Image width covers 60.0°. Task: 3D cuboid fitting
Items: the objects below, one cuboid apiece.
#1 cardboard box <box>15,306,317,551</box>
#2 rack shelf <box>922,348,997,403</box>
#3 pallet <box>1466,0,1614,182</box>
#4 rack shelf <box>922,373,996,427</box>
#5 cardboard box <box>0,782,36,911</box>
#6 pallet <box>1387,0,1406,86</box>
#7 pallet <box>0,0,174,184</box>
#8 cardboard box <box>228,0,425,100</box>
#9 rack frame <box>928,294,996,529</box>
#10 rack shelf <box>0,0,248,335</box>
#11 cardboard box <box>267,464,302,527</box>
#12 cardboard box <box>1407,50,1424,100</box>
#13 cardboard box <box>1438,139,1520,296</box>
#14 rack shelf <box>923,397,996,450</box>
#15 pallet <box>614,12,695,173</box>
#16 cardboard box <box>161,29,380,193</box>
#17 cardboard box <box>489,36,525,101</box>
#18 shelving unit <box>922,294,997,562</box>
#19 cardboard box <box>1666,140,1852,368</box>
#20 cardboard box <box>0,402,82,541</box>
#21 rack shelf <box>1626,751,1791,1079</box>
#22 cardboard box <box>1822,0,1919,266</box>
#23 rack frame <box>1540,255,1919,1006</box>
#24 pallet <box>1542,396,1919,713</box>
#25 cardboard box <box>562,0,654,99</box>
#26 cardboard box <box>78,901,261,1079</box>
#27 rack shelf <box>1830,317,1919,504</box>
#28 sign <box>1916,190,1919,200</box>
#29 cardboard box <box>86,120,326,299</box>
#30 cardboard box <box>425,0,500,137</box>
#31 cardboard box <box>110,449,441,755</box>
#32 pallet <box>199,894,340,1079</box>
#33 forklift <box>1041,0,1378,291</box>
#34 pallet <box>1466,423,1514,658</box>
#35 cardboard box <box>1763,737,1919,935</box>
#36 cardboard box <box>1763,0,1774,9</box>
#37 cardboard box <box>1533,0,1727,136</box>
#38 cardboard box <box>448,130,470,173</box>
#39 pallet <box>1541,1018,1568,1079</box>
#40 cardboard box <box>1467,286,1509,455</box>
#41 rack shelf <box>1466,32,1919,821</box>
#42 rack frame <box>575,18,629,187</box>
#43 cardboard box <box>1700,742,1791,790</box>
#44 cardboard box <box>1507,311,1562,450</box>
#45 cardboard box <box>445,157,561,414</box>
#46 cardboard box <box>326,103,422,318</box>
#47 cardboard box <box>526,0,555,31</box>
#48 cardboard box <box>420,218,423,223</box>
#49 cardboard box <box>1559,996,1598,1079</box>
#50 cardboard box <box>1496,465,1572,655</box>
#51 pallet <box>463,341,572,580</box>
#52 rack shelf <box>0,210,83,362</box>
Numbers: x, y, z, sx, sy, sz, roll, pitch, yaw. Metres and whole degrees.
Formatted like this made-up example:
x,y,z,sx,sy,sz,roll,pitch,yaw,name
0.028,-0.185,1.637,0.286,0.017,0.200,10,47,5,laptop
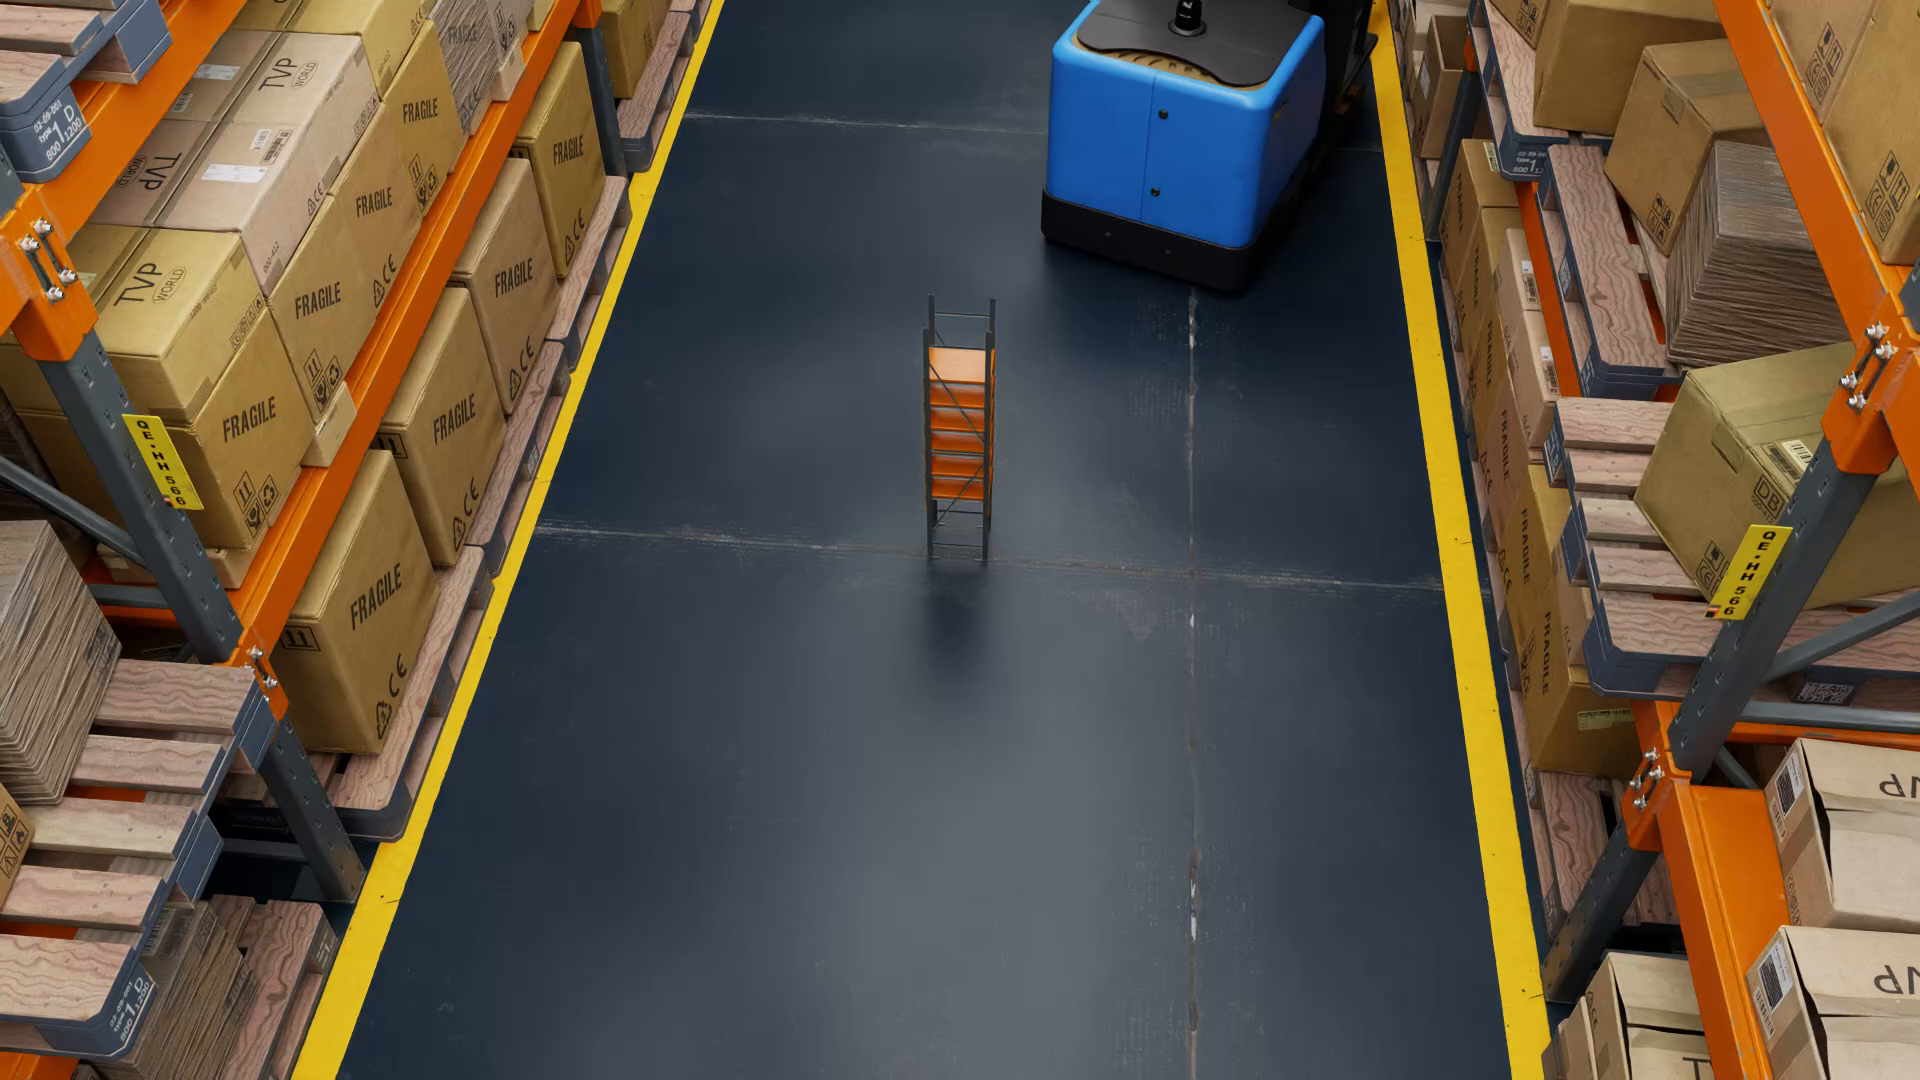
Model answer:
x,y,z,sx,sy,sz,roll,pitch,yaw,name
-2.237,-0.338,4.743,0.500,0.500,0.500,5,48,5,cardboard box
-0.001,-0.607,6.065,0.258,0.103,0.180,4,48,4,rack shelf
2.580,-1.821,6.513,1.003,0.211,1.213,4,48,4,pallet
-0.001,-0.526,6.153,0.258,0.103,0.180,4,48,4,rack shelf
-2.593,0.719,3.694,0.700,0.500,0.500,0,48,0,cardboard box
2.934,-2.928,9.286,1.003,0.211,1.213,4,48,4,pallet
-2.530,-1.282,3.985,1.213,0.211,1.003,6,48,5,pallet
-2.108,-1.706,5.486,0.500,0.250,0.500,3,48,3,cardboard box
0.007,-0.462,6.359,0.240,1.200,0.006,4,48,4,rack frame
-2.354,-2.096,5.089,1.077,0.370,4.000,4,48,4,rack shelf
-2.244,-0.190,5.048,0.380,0.149,0.250,4,48,4,cardboard box
2.506,-2.370,8.518,0.380,0.149,0.250,4,48,4,cardboard box
2.475,-1.432,7.423,0.500,0.500,0.500,2,48,2,cardboard box
-0.001,-0.445,6.242,0.258,0.103,0.180,4,48,4,rack shelf
-2.025,-2.409,8.810,1.003,0.211,1.213,4,48,4,pallet
-2.148,-1.330,5.143,0.500,0.250,0.500,4,48,4,cardboard box
-1.954,-1.878,6.592,0.380,0.149,0.250,4,48,4,cardboard box
-0.001,-0.394,6.298,0.258,1.200,0.189,4,48,4,shelving unit
2.616,-0.832,5.126,0.700,0.500,0.500,12,49,11,cardboard box
-2.756,-0.363,4.766,0.500,0.500,0.500,4,48,4,cardboard box
2.215,2.186,3.206,1.077,0.370,4.000,4,48,4,rack shelf
2.403,-0.896,3.436,0.910,0.500,0.500,4,48,4,cardboard box
2.397,0.473,4.284,1.000,3.000,0.127,4,48,4,rack frame
2.389,0.035,4.815,1.213,0.211,1.003,4,48,4,pallet
-2.001,-2.637,8.539,0.700,0.500,0.500,4,48,4,cardboard box
-2.550,1.371,4.859,0.700,0.500,0.500,4,48,4,cardboard box
2.215,1.173,2.099,1.077,0.370,4.000,4,48,4,rack shelf
1.857,-0.752,3.021,0.100,0.325,0.005,4,48,4,sign
-2.190,-0.962,4.806,0.500,0.250,0.500,3,48,3,cardboard box
-2.054,-1.837,6.115,0.500,0.500,0.500,4,48,4,cardboard box
-2.339,0.195,5.711,0.750,0.750,0.750,3,48,3,cardboard box
-2.609,1.658,5.090,1.003,0.211,1.213,4,48,4,pallet
1.491,-3.242,7.729,1.130,2.935,3.031,20,51,17,forklift
2.617,-0.026,6.631,1.003,0.211,1.213,4,48,4,pallet
2.320,0.768,4.075,0.500,0.311,0.500,7,48,6,cardboard box
2.497,-1.653,4.128,0.910,0.500,0.500,4,48,4,cardboard box
2.496,-1.799,6.010,0.700,0.500,0.500,11,48,10,cardboard box
-2.080,-1.520,6.264,0.380,0.149,0.250,3,48,2,cardboard box
2.283,2.017,4.762,1.003,0.211,1.213,4,48,4,pallet
2.384,-0.672,6.728,0.500,0.500,0.500,4,48,4,cardboard box
2.579,-0.754,5.894,1.077,0.370,4.000,4,48,4,rack shelf
-2.172,-2.796,7.275,1.000,3.000,0.127,4,48,4,rack frame
2.723,0.853,5.333,0.500,0.500,0.500,6,48,5,cardboard box
2.339,-0.581,6.137,0.500,0.250,0.500,3,48,3,cardboard box
-2.180,-1.073,6.871,0.750,0.750,0.750,5,48,5,cardboard box
-2.134,-1.087,5.428,0.500,0.500,0.500,4,48,3,cardboard box
-1.920,-2.264,6.945,0.380,0.149,0.250,5,48,4,cardboard box
-2.147,-1.133,5.910,0.380,0.149,0.250,4,48,4,cardboard box
2.057,1.625,4.810,0.500,0.250,0.500,4,48,3,cardboard box
2.296,0.085,6.035,0.500,0.500,0.500,2,48,2,cardboard box
-2.276,-0.384,6.958,1.003,0.211,1.213,4,48,4,pallet
-2.719,0.843,2.401,1.077,0.370,4.000,4,48,4,rack shelf
